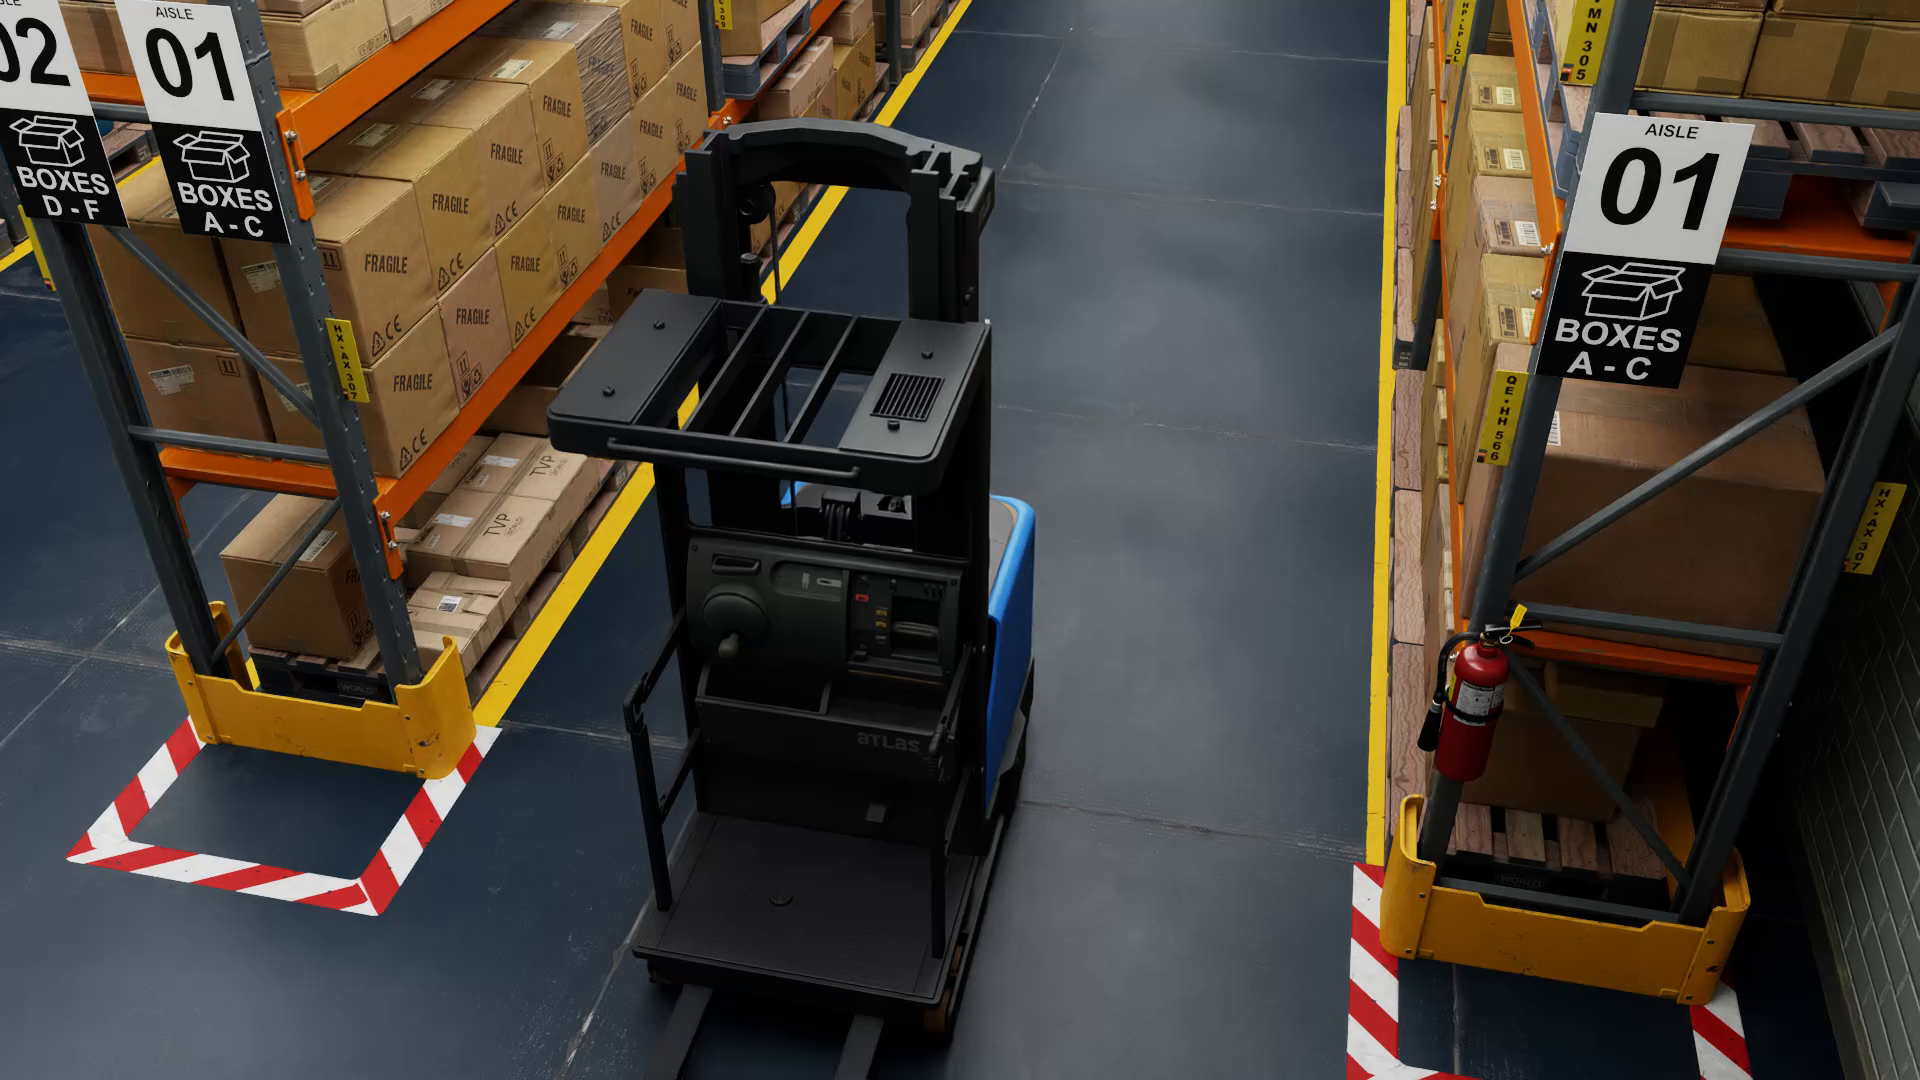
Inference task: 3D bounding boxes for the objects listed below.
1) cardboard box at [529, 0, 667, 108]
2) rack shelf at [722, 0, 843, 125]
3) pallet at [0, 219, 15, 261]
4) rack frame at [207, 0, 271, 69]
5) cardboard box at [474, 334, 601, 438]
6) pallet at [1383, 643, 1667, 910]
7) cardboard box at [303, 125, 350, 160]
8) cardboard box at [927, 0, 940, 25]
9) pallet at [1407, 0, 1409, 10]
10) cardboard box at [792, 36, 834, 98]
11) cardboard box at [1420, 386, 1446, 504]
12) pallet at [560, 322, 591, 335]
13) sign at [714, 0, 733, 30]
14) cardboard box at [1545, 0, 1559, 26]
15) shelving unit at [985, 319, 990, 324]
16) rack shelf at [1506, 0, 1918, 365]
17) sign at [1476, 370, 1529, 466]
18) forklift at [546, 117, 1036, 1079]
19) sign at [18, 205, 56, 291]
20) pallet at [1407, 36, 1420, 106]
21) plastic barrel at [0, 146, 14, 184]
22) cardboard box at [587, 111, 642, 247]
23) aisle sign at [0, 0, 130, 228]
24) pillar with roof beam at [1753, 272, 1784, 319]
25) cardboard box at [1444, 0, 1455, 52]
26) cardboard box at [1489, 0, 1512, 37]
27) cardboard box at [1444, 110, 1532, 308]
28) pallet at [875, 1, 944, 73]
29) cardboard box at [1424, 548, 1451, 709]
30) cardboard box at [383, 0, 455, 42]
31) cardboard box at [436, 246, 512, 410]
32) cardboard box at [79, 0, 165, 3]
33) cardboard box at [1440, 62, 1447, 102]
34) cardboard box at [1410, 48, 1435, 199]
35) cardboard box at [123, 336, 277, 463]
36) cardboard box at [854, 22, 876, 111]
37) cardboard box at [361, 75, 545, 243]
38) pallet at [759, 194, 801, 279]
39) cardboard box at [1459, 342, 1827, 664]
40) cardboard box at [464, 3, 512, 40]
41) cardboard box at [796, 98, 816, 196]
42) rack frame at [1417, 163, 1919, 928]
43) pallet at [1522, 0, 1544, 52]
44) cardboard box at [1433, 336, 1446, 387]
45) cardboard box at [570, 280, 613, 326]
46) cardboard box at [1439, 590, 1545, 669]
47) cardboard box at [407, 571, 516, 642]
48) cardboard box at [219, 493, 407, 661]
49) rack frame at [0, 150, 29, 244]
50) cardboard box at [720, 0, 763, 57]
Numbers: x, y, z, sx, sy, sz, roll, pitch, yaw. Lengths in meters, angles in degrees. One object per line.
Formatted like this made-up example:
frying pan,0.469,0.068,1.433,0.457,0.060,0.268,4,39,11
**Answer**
cardboard box,-1.784,-2.465,8.159,0.500,0.500,0.500,7,36,9
rack shelf,-1.395,-3.492,11.125,1.077,0.370,4.000,7,37,10
pallet,-6.780,-1.704,10.421,1.003,0.211,1.213,7,37,10
rack frame,-2.677,-2.772,4.407,1.000,3.000,0.127,7,37,10
cardboard box,-2.219,-0.726,8.448,0.797,0.503,0.637,7,37,10
pallet,2.258,0.936,6.778,1.003,0.211,1.213,7,37,10
cardboard box,-2.743,-1.368,6.644,0.500,0.500,0.500,8,37,11
cardboard box,-0.463,-4.538,13.941,0.500,0.250,0.500,6,36,9
pallet,4.562,-5.029,15.008,1.003,0.211,1.213,7,37,10
cardboard box,-1.161,-3.214,11.245,0.500,0.250,0.500,7,36,9
cardboard box,2.647,-0.472,8.118,0.700,0.500,0.500,7,37,9
pallet,-1.970,-1.114,9.607,1.003,0.211,1.213,7,37,10
sign,-1.291,-2.923,8.990,0.100,0.325,0.005,7,37,10
cardboard box,2.171,-1.841,5.362,0.500,0.250,0.500,6,36,8
shelving unit,-0.035,-0.391,7.767,0.258,1.200,0.503,7,37,10
rack shelf,2.591,-1.794,6.227,1.077,0.370,4.000,7,37,10
sign,1.636,-0.365,5.009,0.100,0.325,0.005,7,37,10
forklift,-0.500,0.303,5.334,1.130,2.935,3.031,7,37,10
sign,-3.215,-1.021,5.847,0.100,0.325,0.005,7,37,10
pallet,4.040,-3.630,13.078,1.003,0.211,1.213,7,37,10
plastic barrel,-6.528,-2.890,11.111,0.600,0.901,0.708,7,37,10
cardboard box,-1.895,-1.768,8.048,0.500,0.500,0.500,8,37,11
aisle sign,-2.991,-1.395,5.404,0.394,0.787,0.004,7,37,10
pillar with roof beam,-0.492,-4.477,6.759,9.100,9.000,0.400,7,37,10
cardboard box,3.085,-3.064,9.565,0.500,0.500,0.500,7,37,10
cardboard box,2.868,-2.790,8.549,0.500,0.250,0.500,8,37,11
cardboard box,2.725,-1.412,7.387,0.980,0.700,0.700,6,36,9
pallet,-0.754,-4.268,13.959,1.003,0.211,1.213,7,37,10
cardboard box,2.322,0.417,6.891,0.700,0.500,0.500,7,37,10
cardboard box,-2.199,-2.045,6.087,0.500,0.250,0.500,7,37,10
cardboard box,-2.219,-0.902,6.853,0.500,0.500,0.500,7,37,10
cardboard box,-2.816,-2.026,5.635,0.500,0.250,0.500,7,37,10
cardboard box,2.943,-2.603,9.482,0.380,0.149,0.250,7,37,10
cardboard box,3.394,-2.704,10.899,0.750,0.750,0.750,7,37,10
cardboard box,-2.847,-0.675,6.540,0.500,0.500,0.500,8,37,11
cardboard box,-0.938,-3.530,12.320,0.500,0.500,0.500,9,37,12
cardboard box,-2.108,-1.597,6.960,0.500,0.500,0.500,8,37,11
pallet,-1.686,-1.978,10.800,1.003,0.211,1.213,7,37,10
cardboard box,2.263,-0.140,5.631,0.980,0.700,0.700,9,37,12
cardboard box,-2.418,-2.257,7.870,0.500,0.500,0.500,6,36,9
cardboard box,-1.264,-2.642,11.095,0.500,0.500,0.500,8,37,11
rack frame,2.163,0.275,5.314,1.000,3.000,0.127,7,37,10
pallet,2.570,-2.031,6.016,1.003,0.211,1.213,7,37,10
cardboard box,2.506,-0.849,8.085,0.380,0.149,0.250,8,37,12
cardboard box,-2.123,-1.512,9.697,0.500,0.311,0.500,7,37,10
cardboard box,2.065,0.345,6.438,0.380,0.149,0.250,7,37,9
cardboard box,-2.198,0.285,7.340,0.380,0.166,0.250,7,37,10
cardboard box,-2.801,0.148,7.245,0.500,0.500,0.500,7,37,10
rack frame,-6.661,-3.260,10.191,1.000,3.000,0.127,7,37,10
cardboard box,-1.503,-3.091,9.515,0.700,0.500,0.500,-4,36,-6
